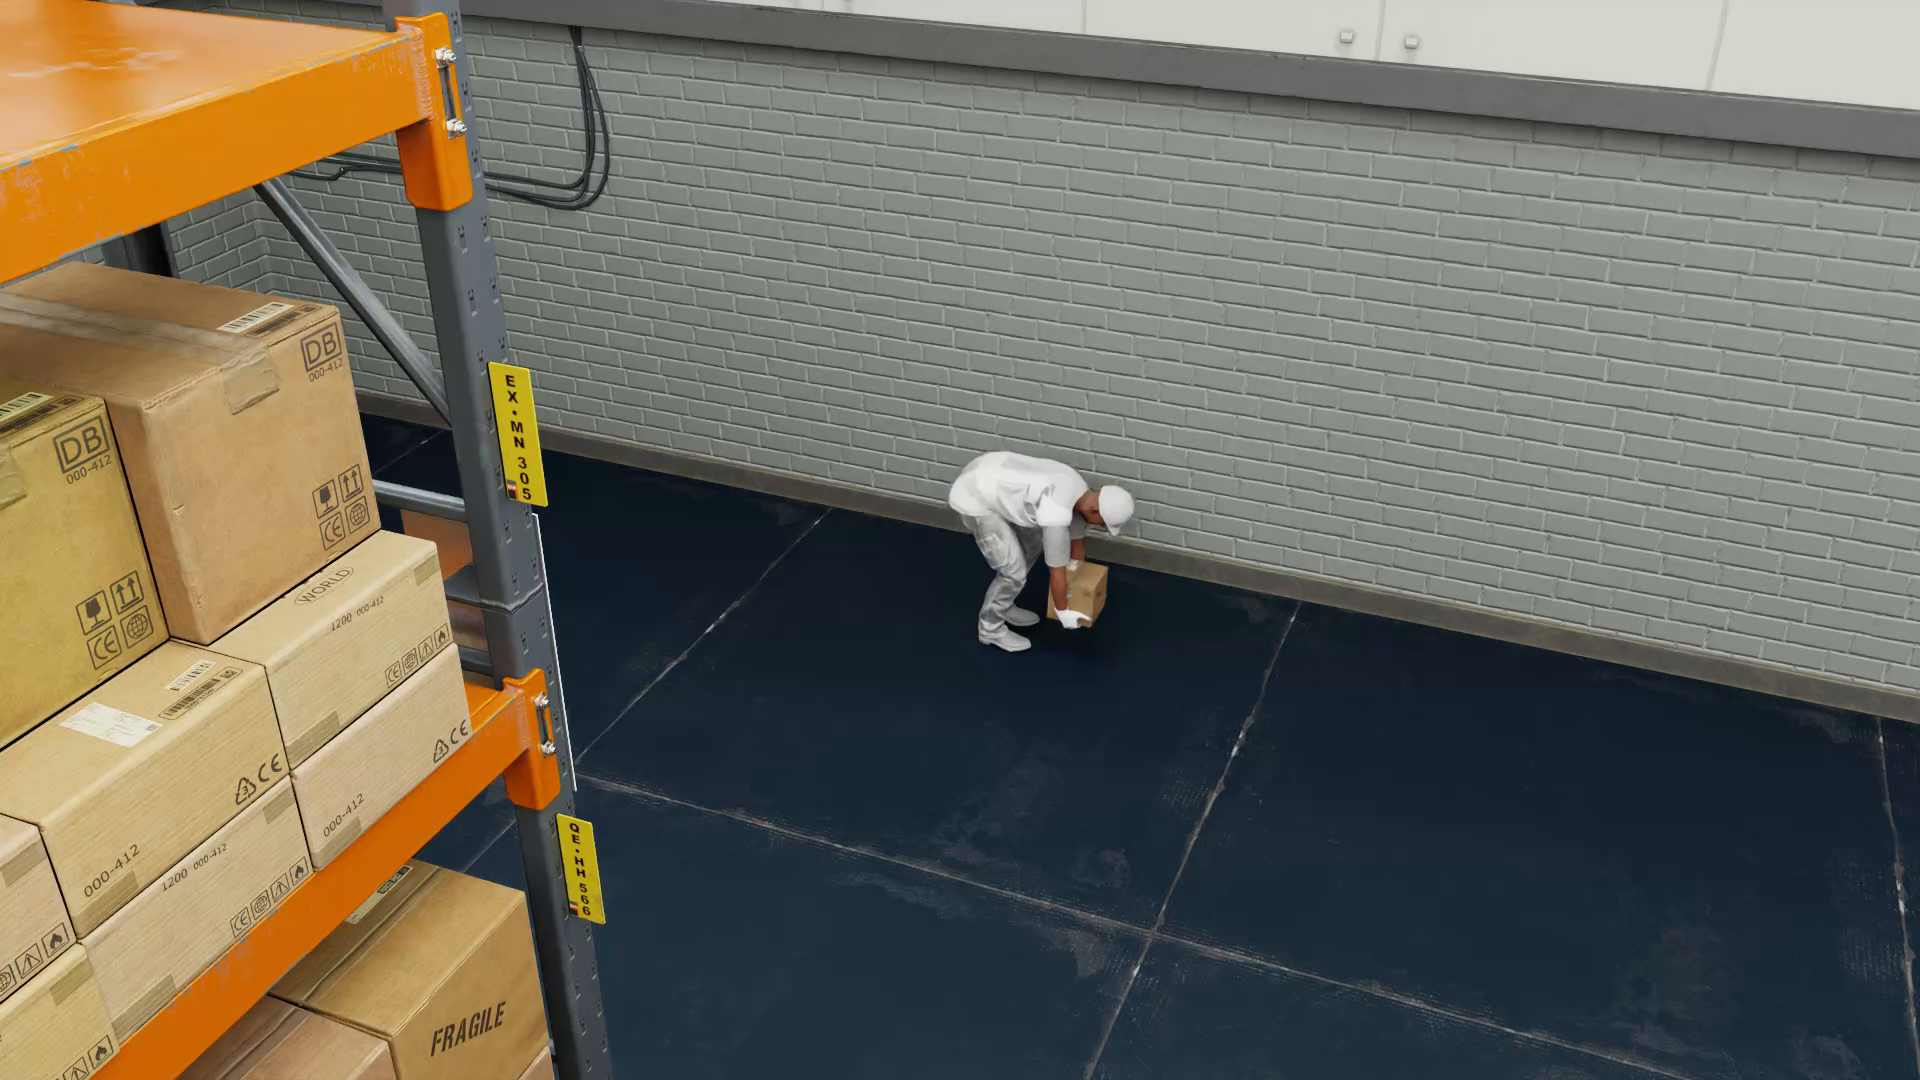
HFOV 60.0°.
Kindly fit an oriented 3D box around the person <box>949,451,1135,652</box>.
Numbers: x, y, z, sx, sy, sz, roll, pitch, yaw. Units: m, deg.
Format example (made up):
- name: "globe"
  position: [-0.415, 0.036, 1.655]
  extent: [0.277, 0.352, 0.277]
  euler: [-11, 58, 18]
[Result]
- name: "person"
  position: [0.439, 0.074, 8.956]
  extent: [0.992, 1.085, 0.497]
  euler: [10, 31, 17]
